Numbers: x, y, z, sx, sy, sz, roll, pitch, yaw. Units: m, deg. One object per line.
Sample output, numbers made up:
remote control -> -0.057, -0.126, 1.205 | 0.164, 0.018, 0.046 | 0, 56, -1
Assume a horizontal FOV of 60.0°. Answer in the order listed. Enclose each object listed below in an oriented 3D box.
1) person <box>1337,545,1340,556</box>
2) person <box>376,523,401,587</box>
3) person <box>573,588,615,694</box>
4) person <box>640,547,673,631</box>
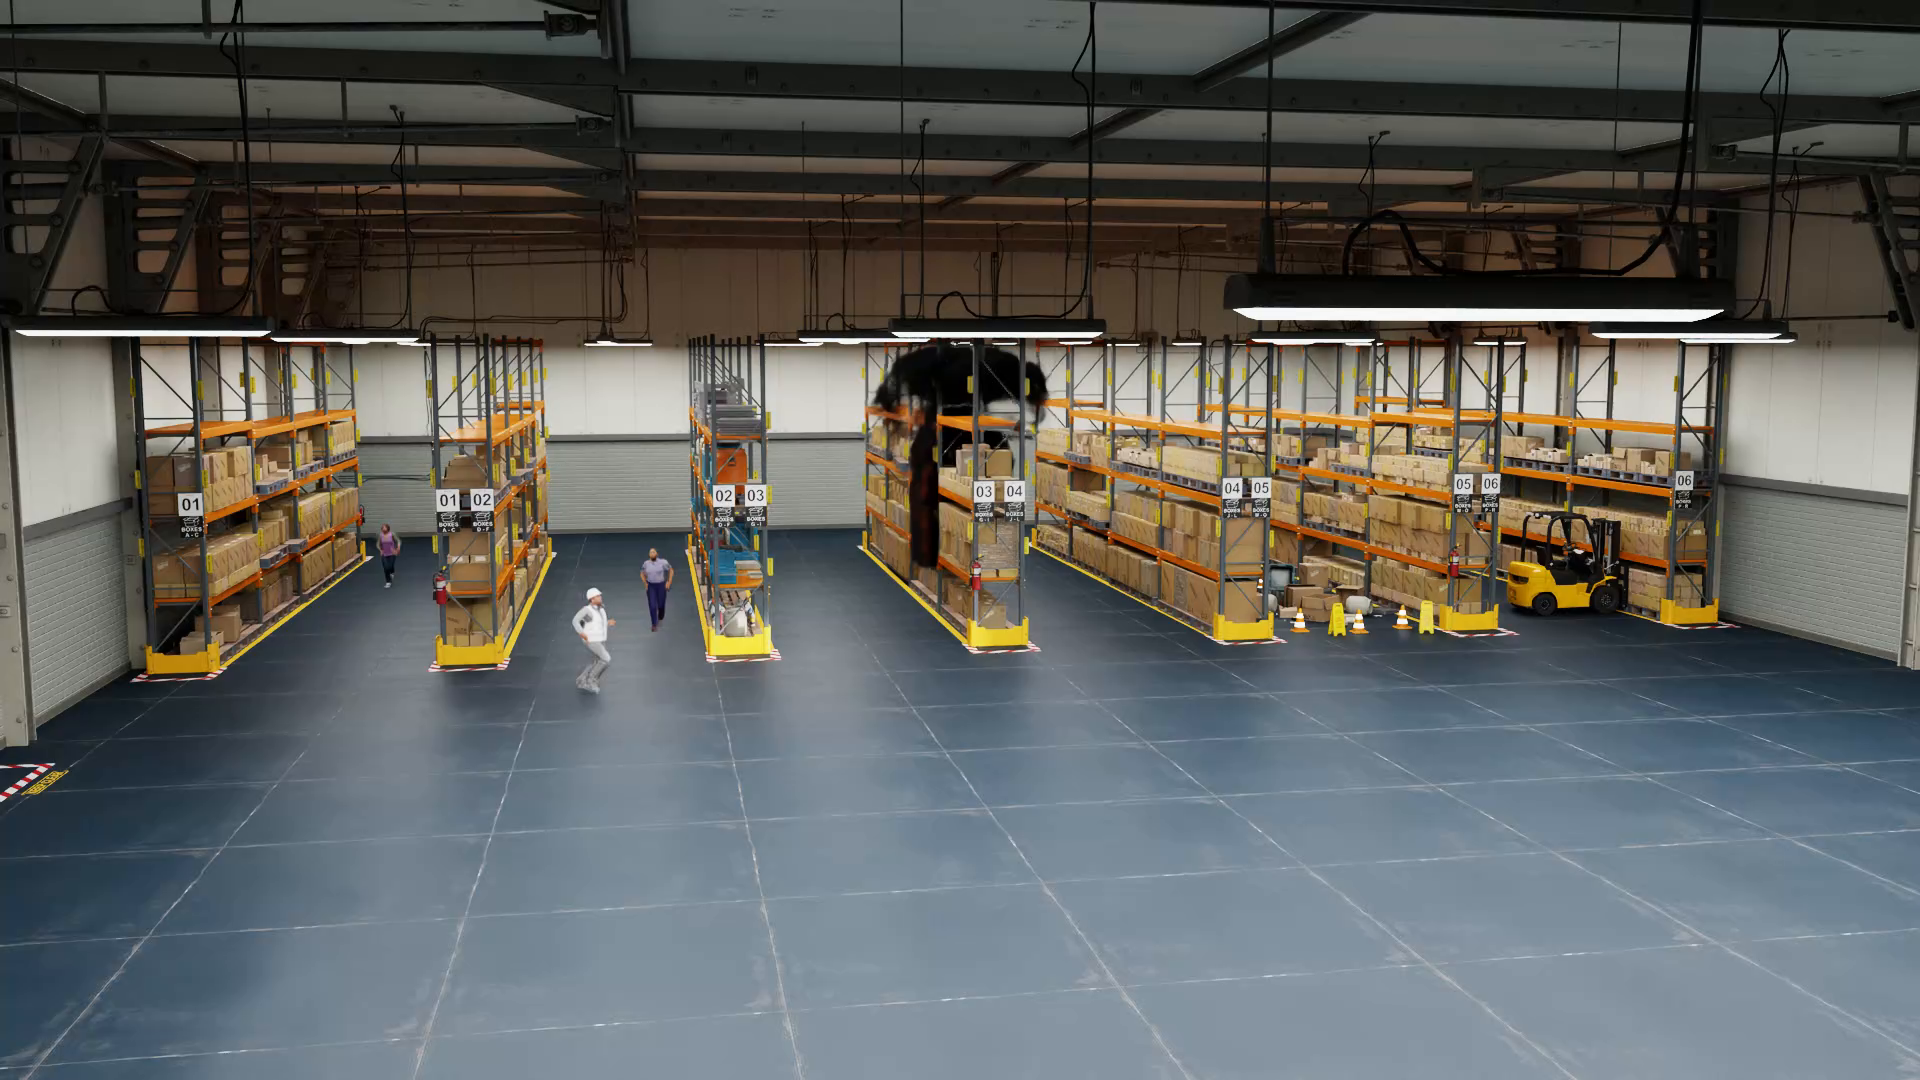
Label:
person -> 9.943, -0.253, 44.391 | 0.627, 1.822, 0.896 | -2, 7, -17
person -> -13.775, 0.373, 40.069 | 0.560, 1.558, 0.605 | -1, 7, -10
person -> -6.096, 1.678, 27.755 | 0.721, 1.753, 0.646 | 2, 7, 16
person -> -5.896, 0.947, 32.325 | 0.623, 1.633, 0.620 | 0, 7, -3
